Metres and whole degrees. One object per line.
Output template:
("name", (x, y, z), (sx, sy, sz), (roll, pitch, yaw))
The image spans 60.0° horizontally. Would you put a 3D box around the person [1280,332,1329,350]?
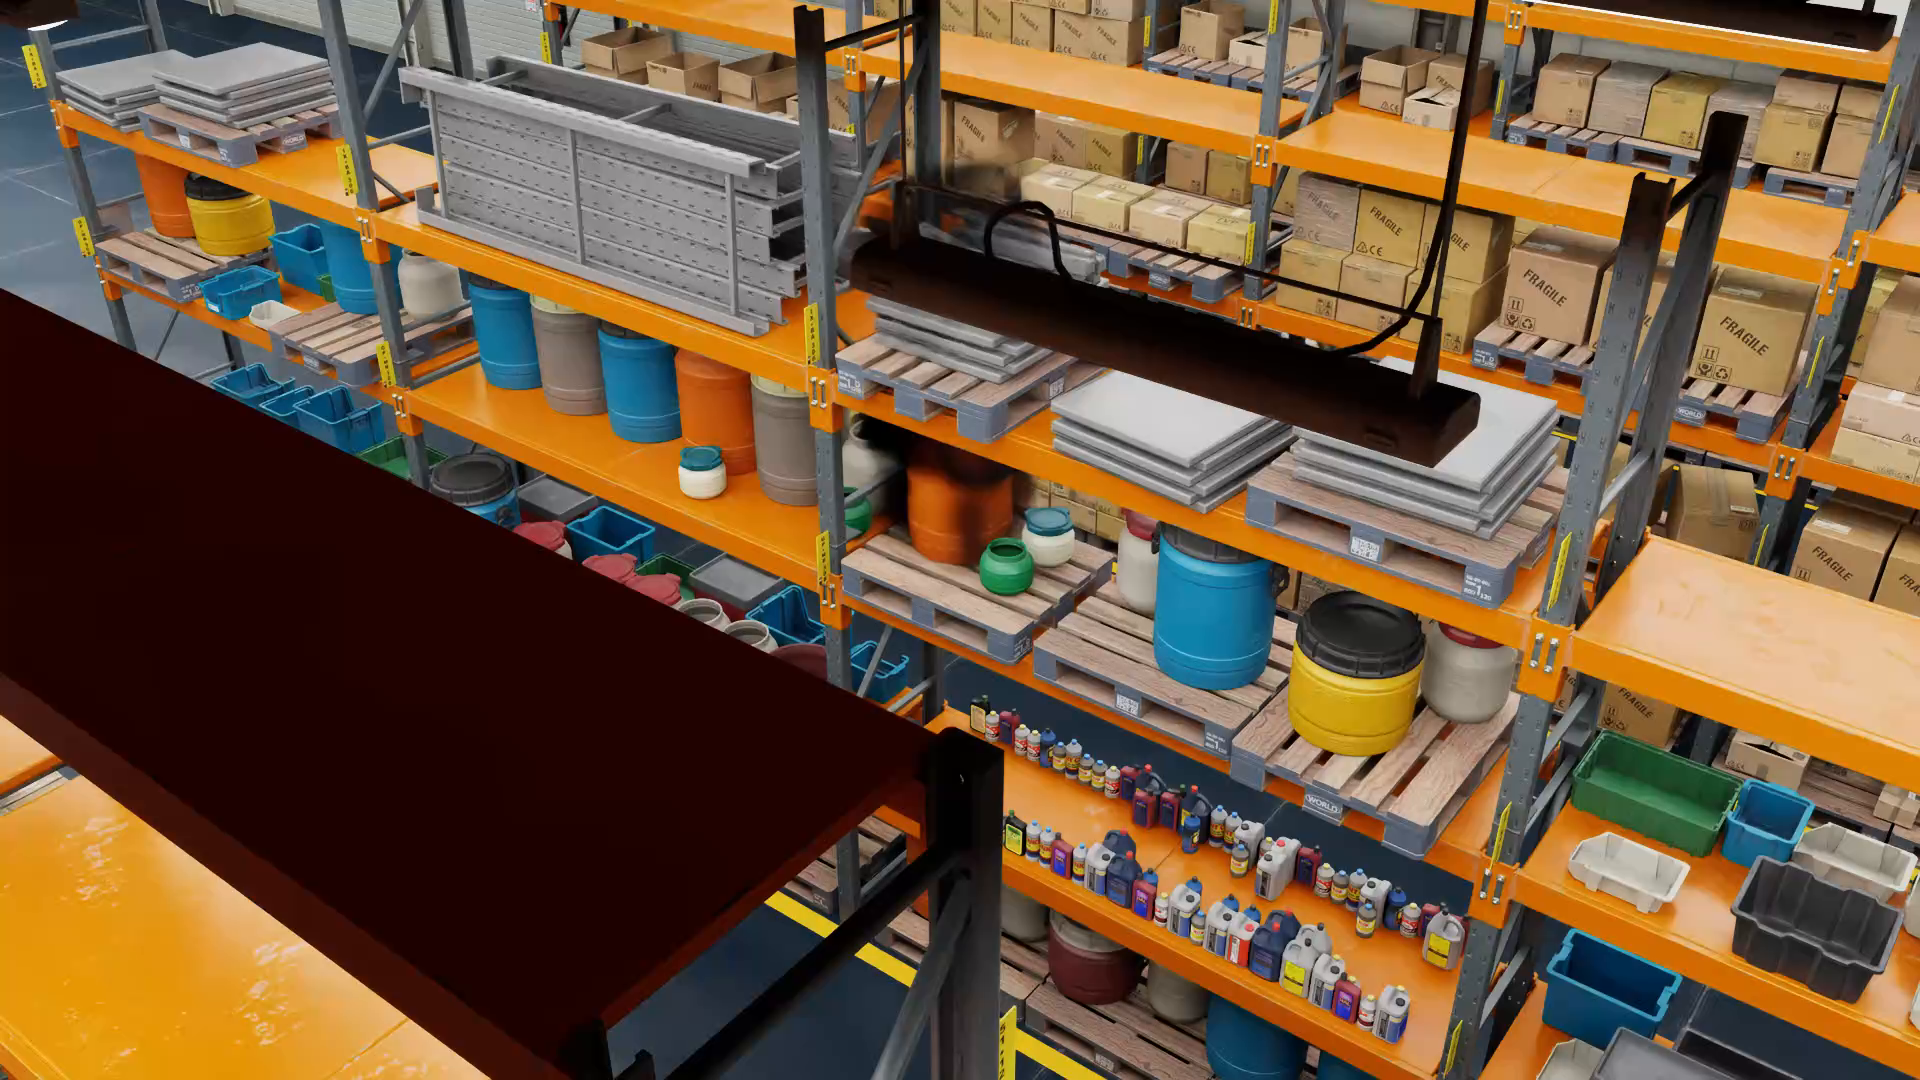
("person", (3.406, -1.471, 16.126), (1.028, 1.734, 0.715), (20, 37, 29))
